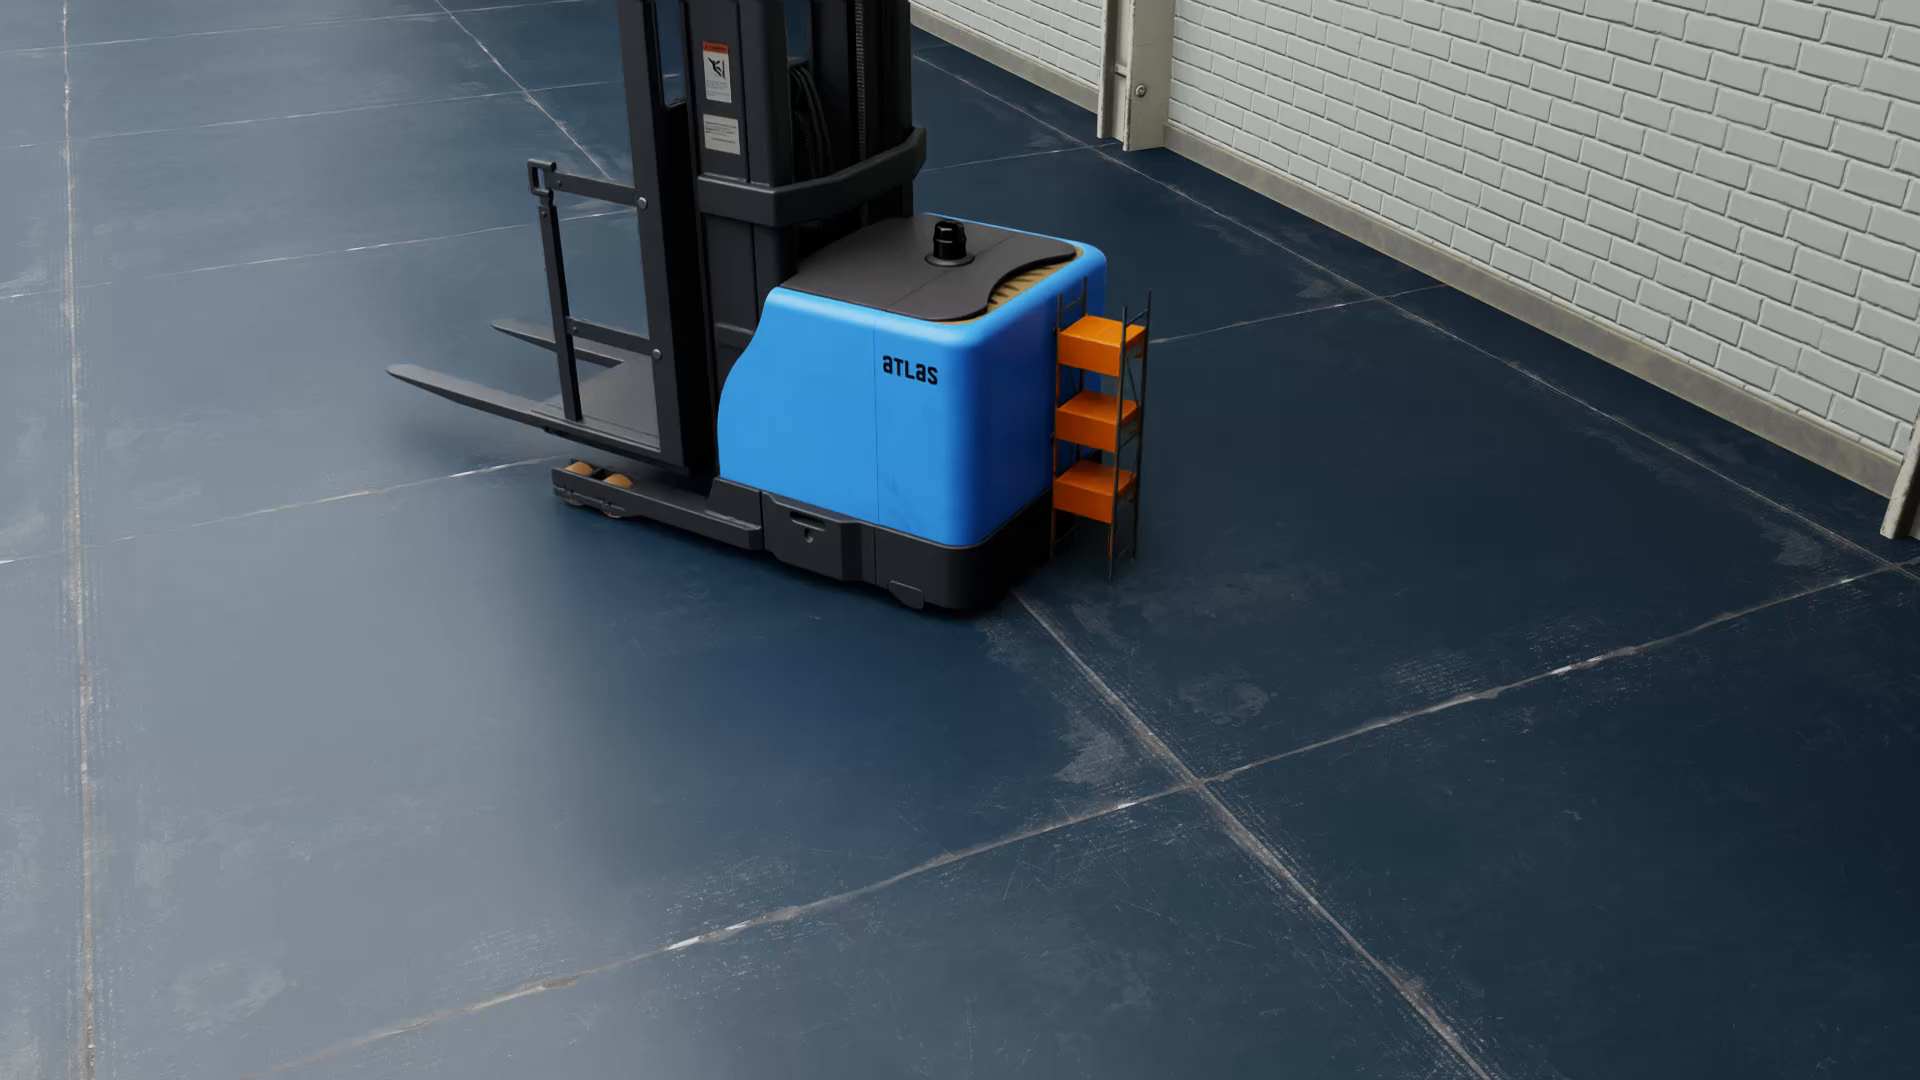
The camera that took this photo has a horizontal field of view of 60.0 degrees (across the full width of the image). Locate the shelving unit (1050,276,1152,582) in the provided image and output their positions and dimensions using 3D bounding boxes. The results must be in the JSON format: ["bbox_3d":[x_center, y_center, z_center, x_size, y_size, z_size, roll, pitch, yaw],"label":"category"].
[{"bbox_3d":[0.488,-0.379,5.852,0.252,1.050,0.215,17,33,27],"label":"shelving unit"}]

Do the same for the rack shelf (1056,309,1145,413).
[{"bbox_3d":[0.488,-0.617,5.718,0.240,0.259,0.215,17,33,27],"label":"rack shelf"}]

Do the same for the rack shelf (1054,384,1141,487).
[{"bbox_3d":[0.488,-0.369,5.857,0.240,0.259,0.215,17,33,27],"label":"rack shelf"}]

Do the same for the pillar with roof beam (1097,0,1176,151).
[{"bbox_3d":[-2.759,-5.644,7.115,9.100,9.000,0.400,-13,32,-22],"label":"pillar with roof beam"}]

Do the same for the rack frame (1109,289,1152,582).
[{"bbox_3d":[0.592,-0.347,5.796,0.008,1.050,0.200,17,33,27],"label":"rack frame"}]

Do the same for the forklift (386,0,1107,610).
[{"bbox_3d":[-0.988,-1.564,6.042,3.031,2.935,1.130,17,33,27],"label":"forklift"}]

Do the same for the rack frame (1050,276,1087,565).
[{"bbox_3d":[0.384,-0.410,5.907,0.008,1.050,0.200,17,33,27],"label":"rack frame"}]

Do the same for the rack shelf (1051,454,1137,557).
[{"bbox_3d":[0.488,-0.127,5.993,0.240,0.259,0.215,17,33,27],"label":"rack shelf"}]
